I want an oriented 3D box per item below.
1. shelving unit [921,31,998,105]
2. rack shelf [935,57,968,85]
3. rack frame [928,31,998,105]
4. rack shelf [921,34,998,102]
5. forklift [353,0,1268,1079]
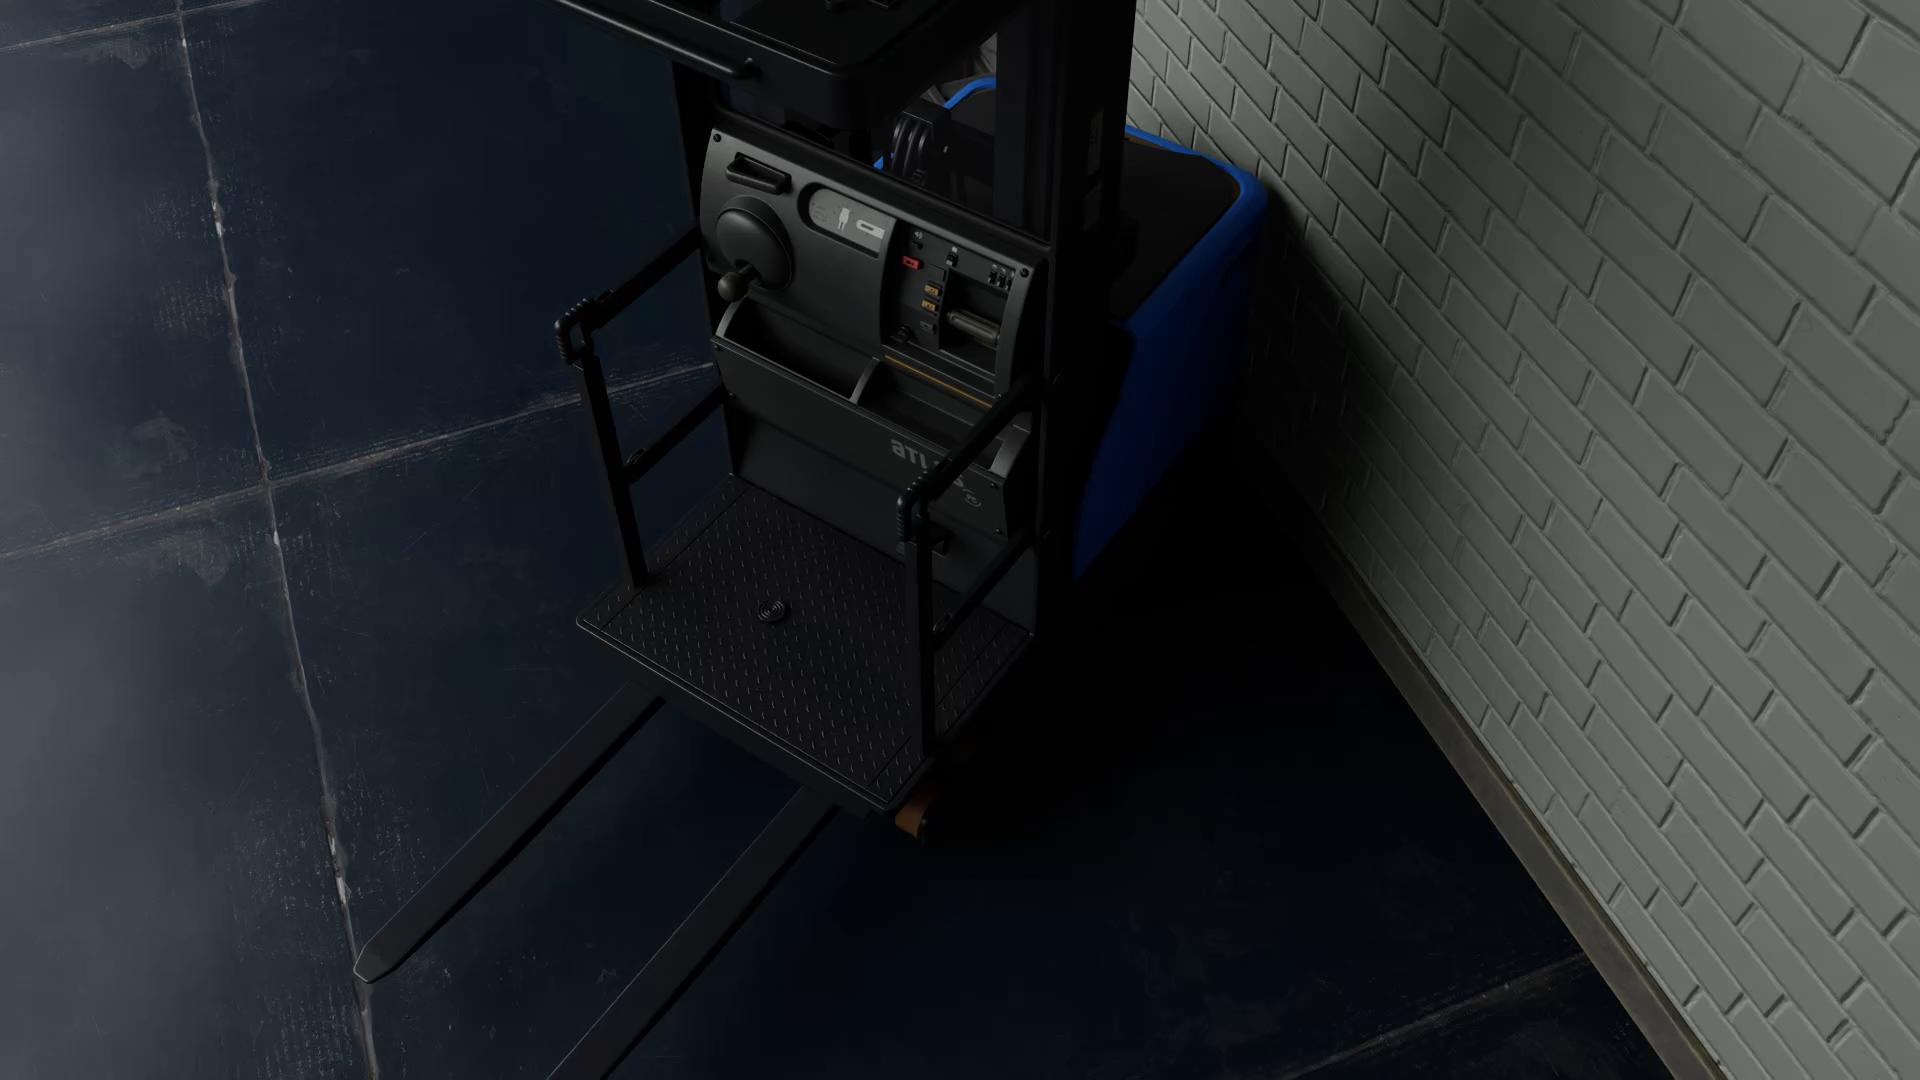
[{"bbox_3d":[-0.231,-2.078,6.690,0.431,0.503,2.100,-17,52,-14],"label":"shelving unit"},{"bbox_3d":[-0.236,-2.088,6.698,0.431,0.480,0.518,-17,52,-14],"label":"rack shelf"},{"bbox_3d":[-0.230,-2.236,6.504,0.400,0.015,2.100,-17,52,-14],"label":"rack frame"},{"bbox_3d":[0.030,-1.593,6.281,0.431,0.480,0.518,-17,52,-14],"label":"rack shelf"},{"bbox_3d":[-0.353,-0.563,3.802,1.130,2.935,3.031,27,55,22],"label":"forklift"}]
